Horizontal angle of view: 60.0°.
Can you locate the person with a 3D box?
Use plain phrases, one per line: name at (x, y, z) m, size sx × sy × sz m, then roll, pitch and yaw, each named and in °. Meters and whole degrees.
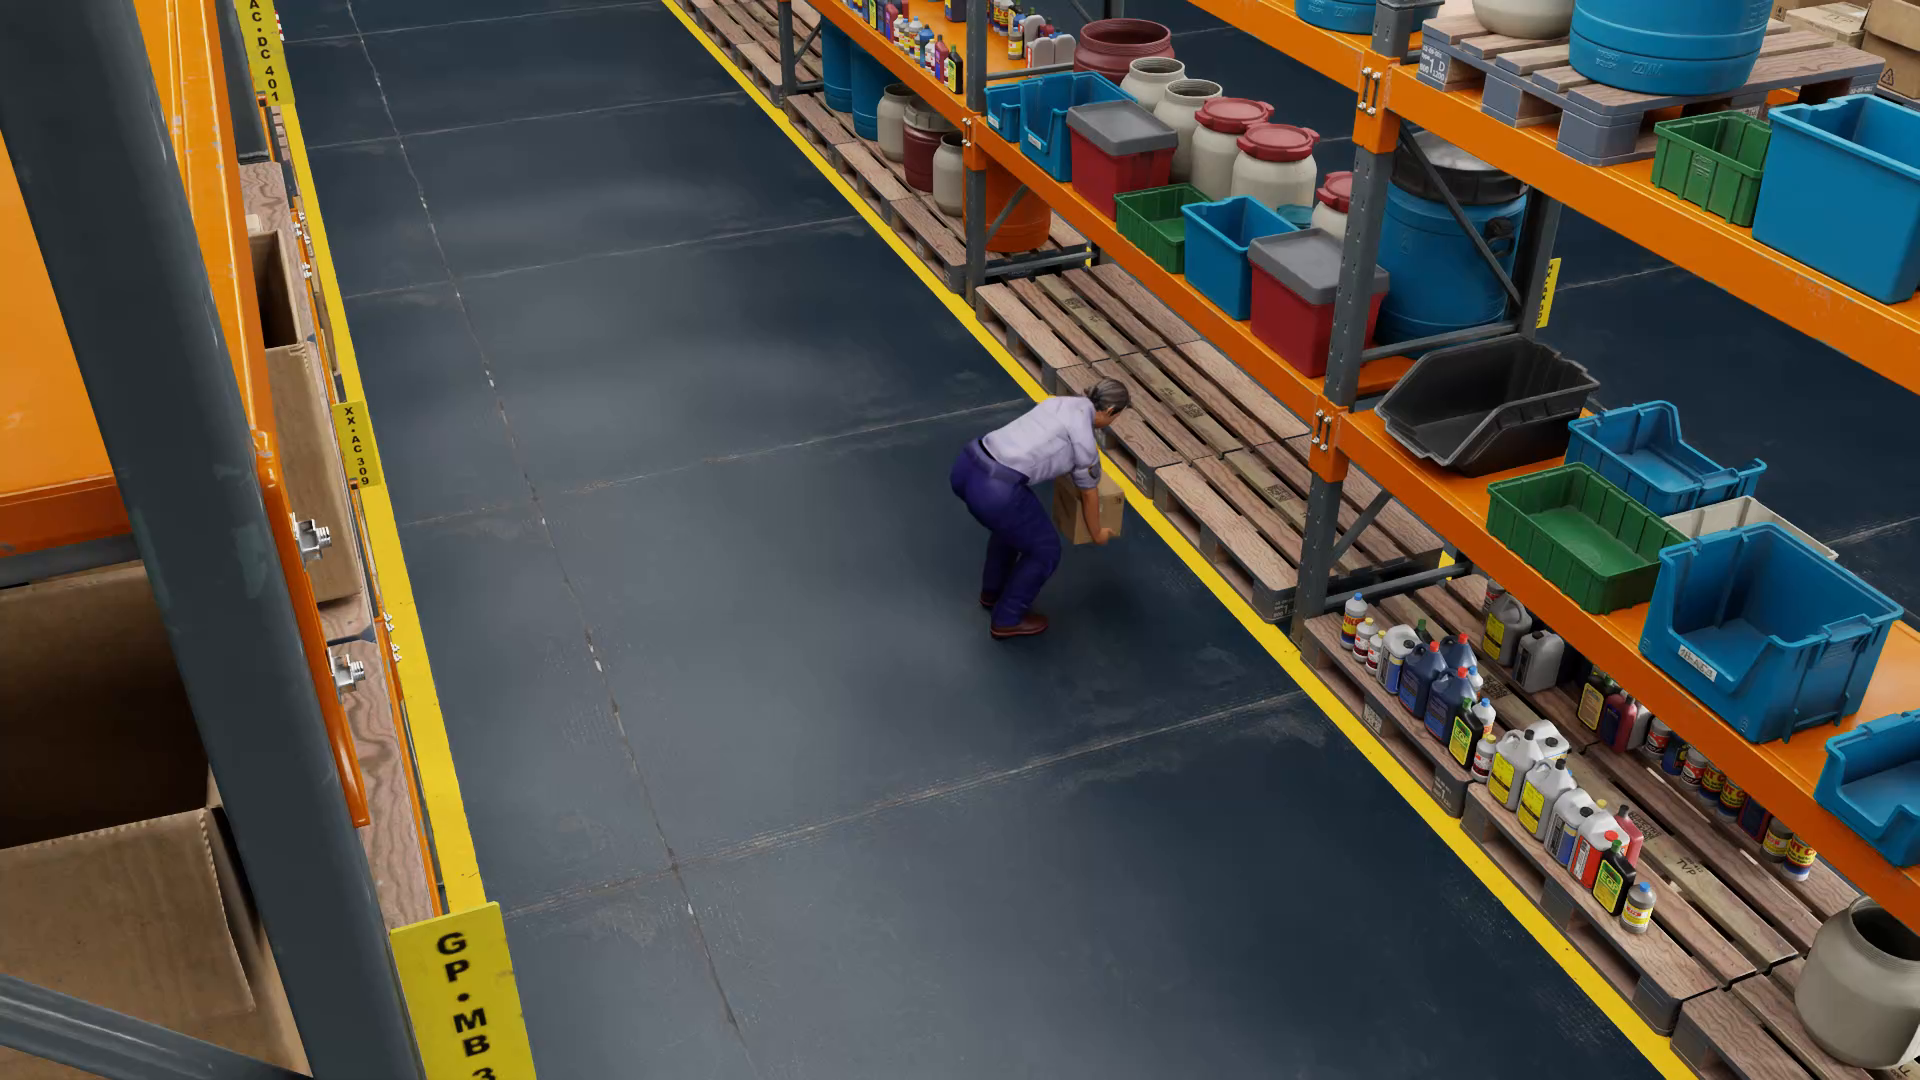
person at (0.411, -0.164, 7.837) m, size 0.816 × 1.170 × 0.476 m, roll -15°, pitch 36°, yaw -21°
